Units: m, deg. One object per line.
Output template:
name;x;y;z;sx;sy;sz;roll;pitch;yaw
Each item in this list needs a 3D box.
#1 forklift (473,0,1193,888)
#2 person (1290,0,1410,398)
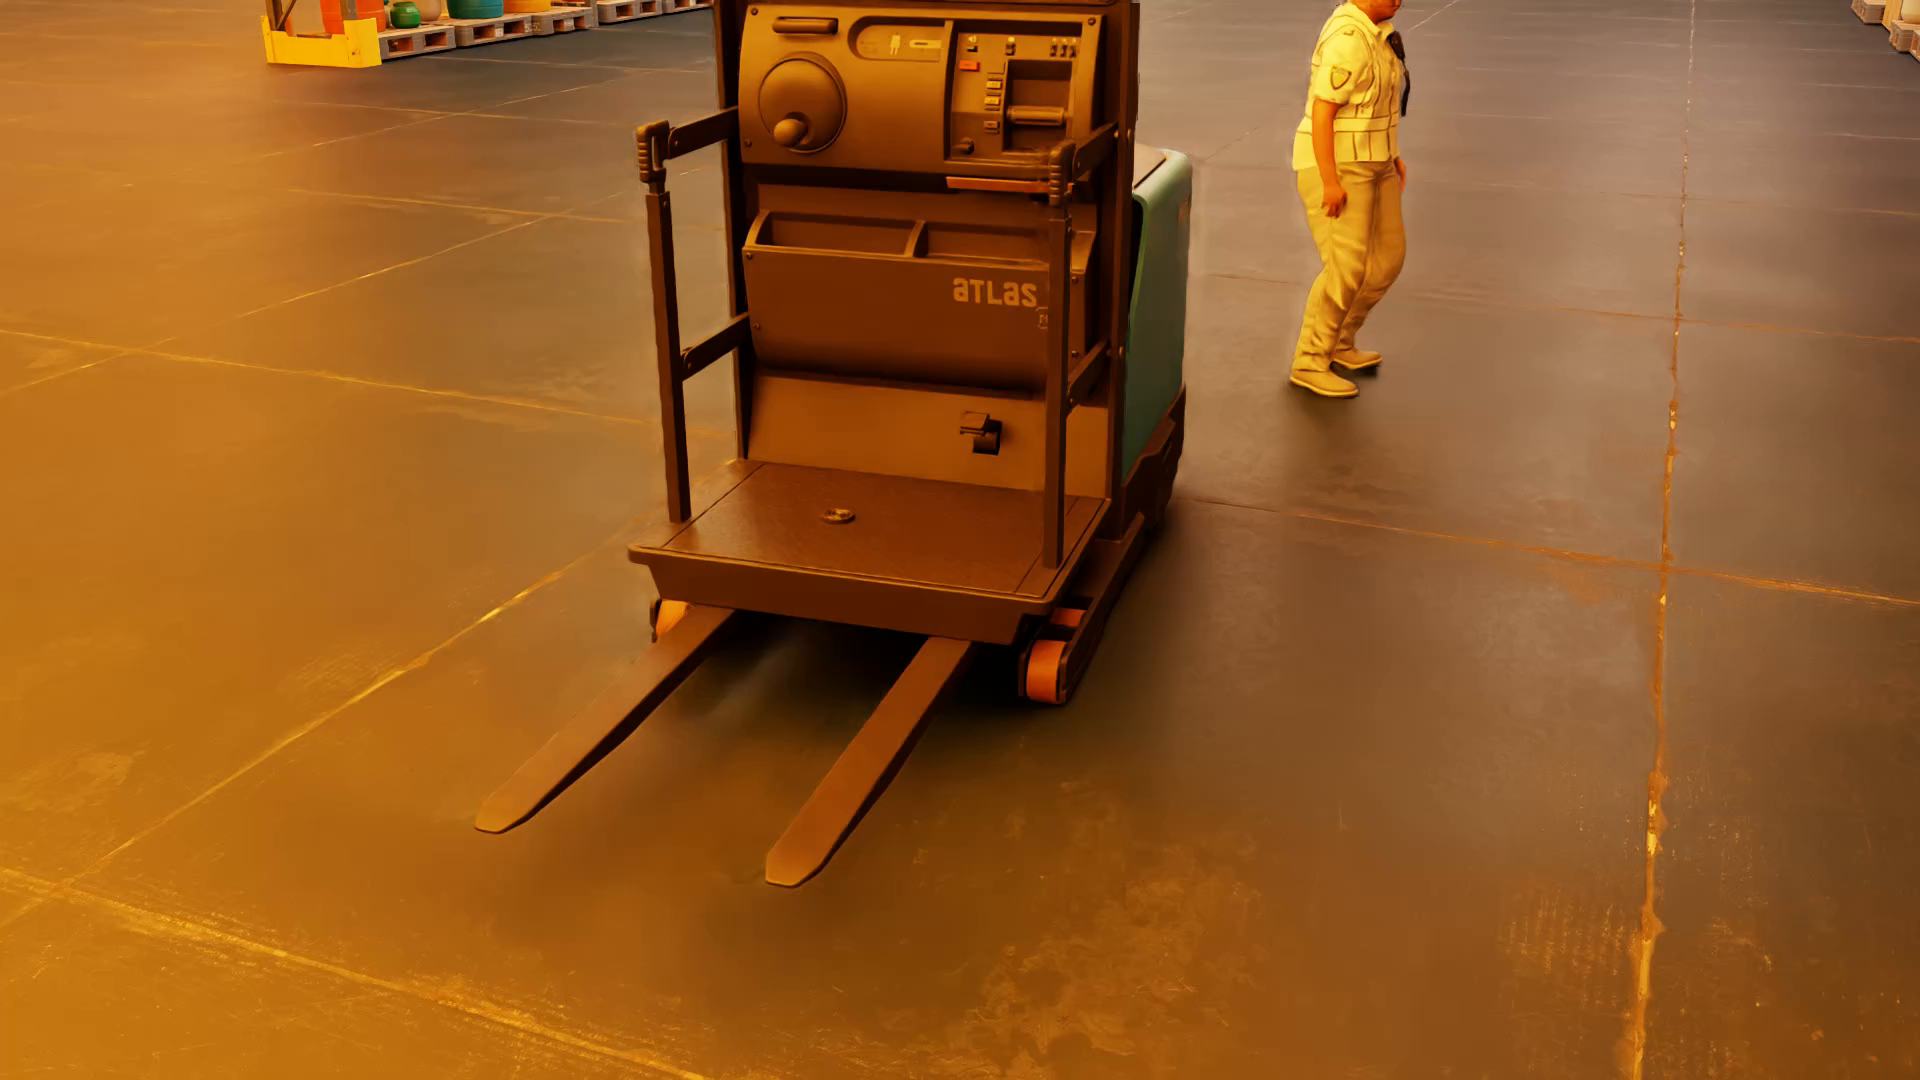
forklift;-0.172;-1.114;3.959;1.130;2.935;3.031;7;24;16
person;1.504;-1.422;6.376;0.427;1.638;0.603;15;27;32
